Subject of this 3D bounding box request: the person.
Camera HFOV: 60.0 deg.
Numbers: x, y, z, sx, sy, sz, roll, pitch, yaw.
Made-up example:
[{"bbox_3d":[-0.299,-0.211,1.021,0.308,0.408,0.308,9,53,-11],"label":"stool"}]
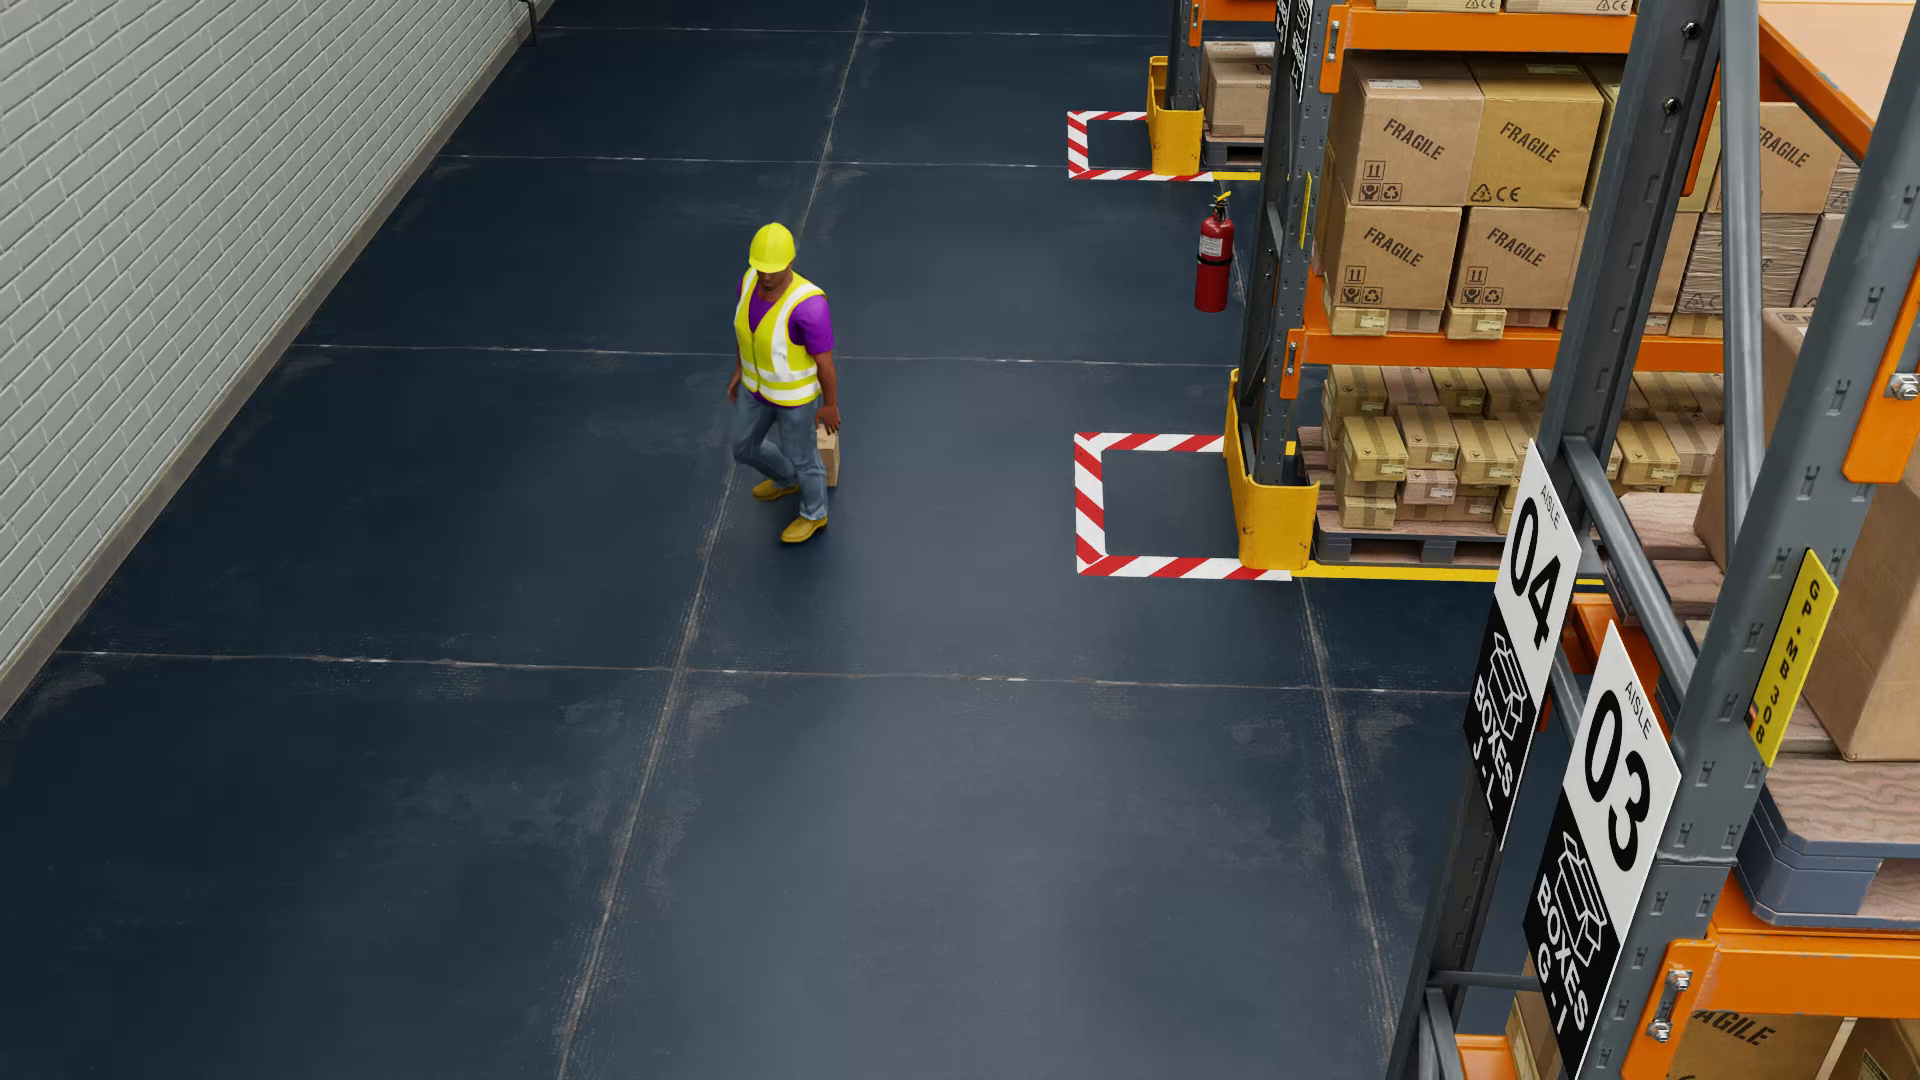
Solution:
[{"bbox_3d":[-0.870,-0.767,8.133,0.699,1.758,0.453,26,43,32],"label":"person"}]
